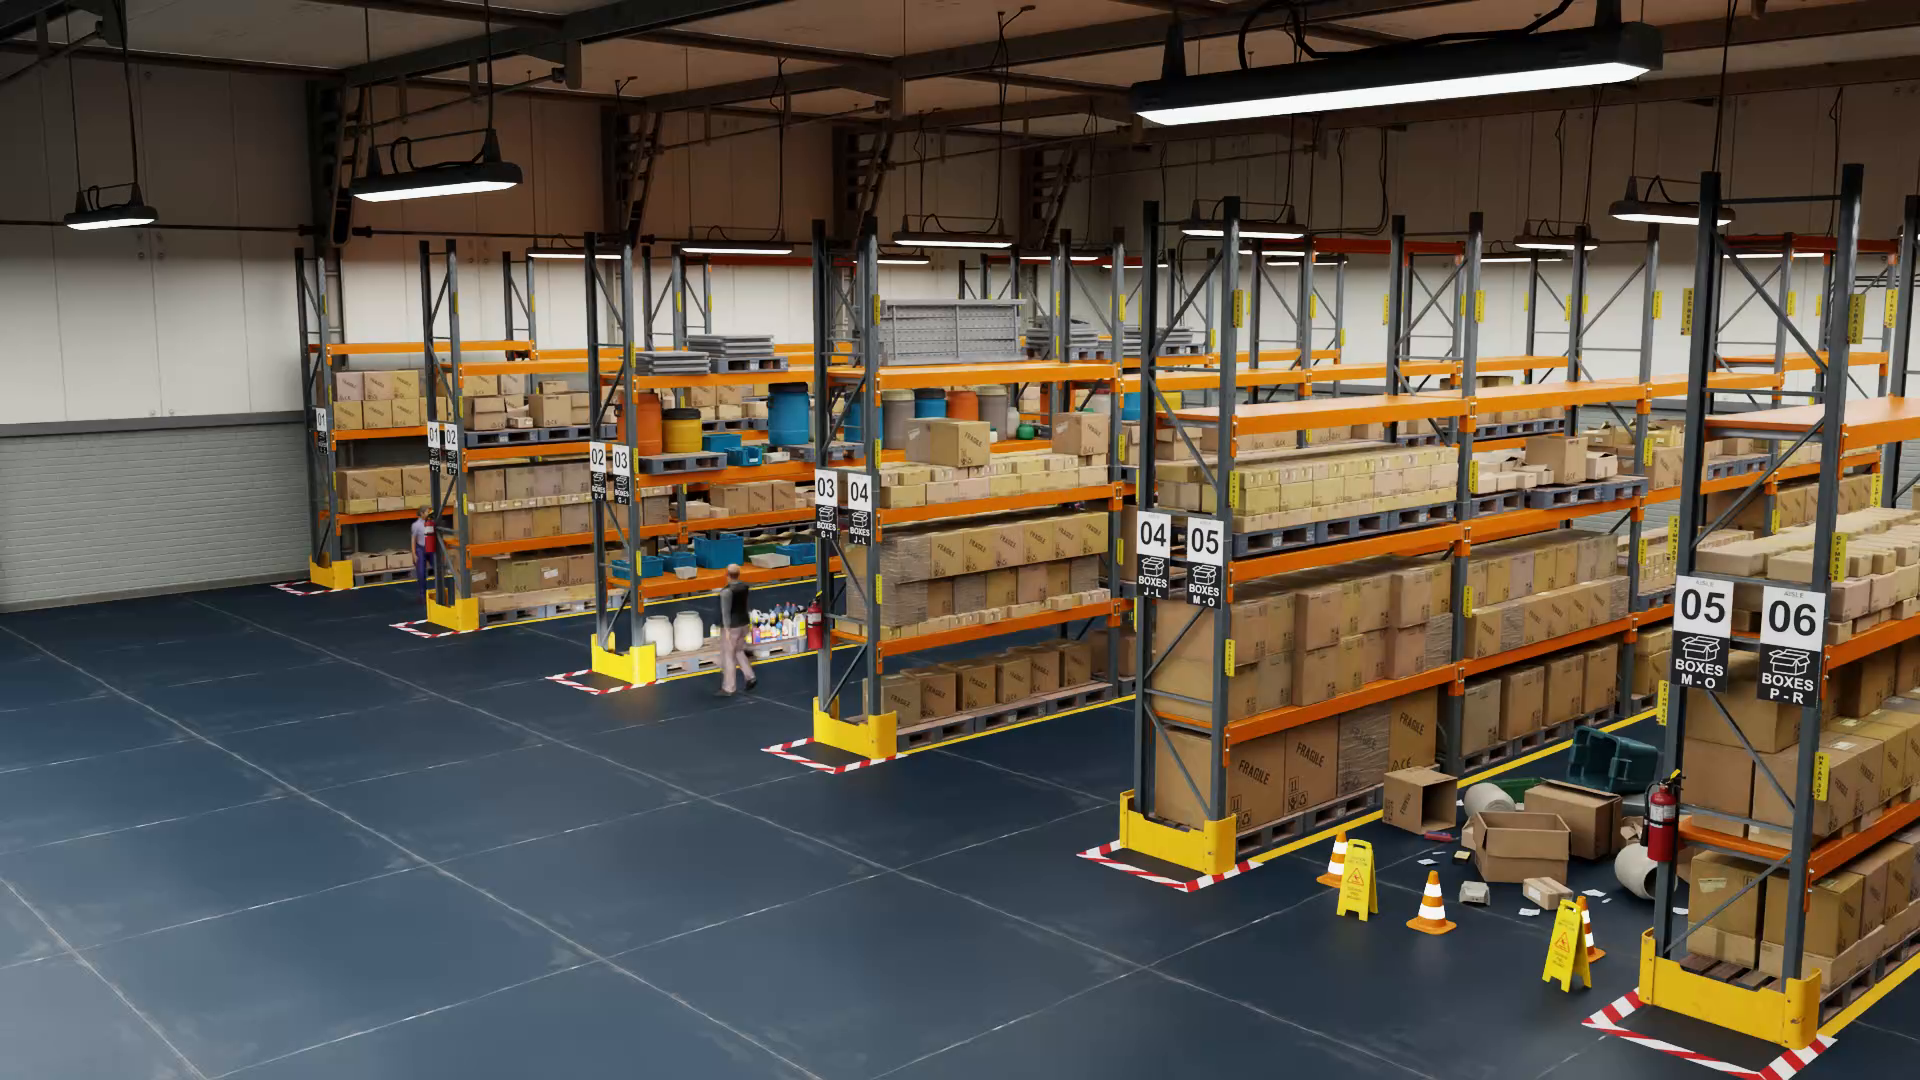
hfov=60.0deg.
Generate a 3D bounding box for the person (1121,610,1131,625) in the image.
[{"bbox_3d":[2.321,0.460,24.407,0.634,1.819,0.579,-5,10,-33],"label":"person"}]

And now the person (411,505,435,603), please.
[{"bbox_3d":[-9.054,0.249,28.226,0.543,1.659,0.404,-7,11,-39],"label":"person"}]

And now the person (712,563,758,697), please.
[{"bbox_3d":[-2.933,1.160,21.565,0.462,1.739,0.562,4,9,28],"label":"person"}]
